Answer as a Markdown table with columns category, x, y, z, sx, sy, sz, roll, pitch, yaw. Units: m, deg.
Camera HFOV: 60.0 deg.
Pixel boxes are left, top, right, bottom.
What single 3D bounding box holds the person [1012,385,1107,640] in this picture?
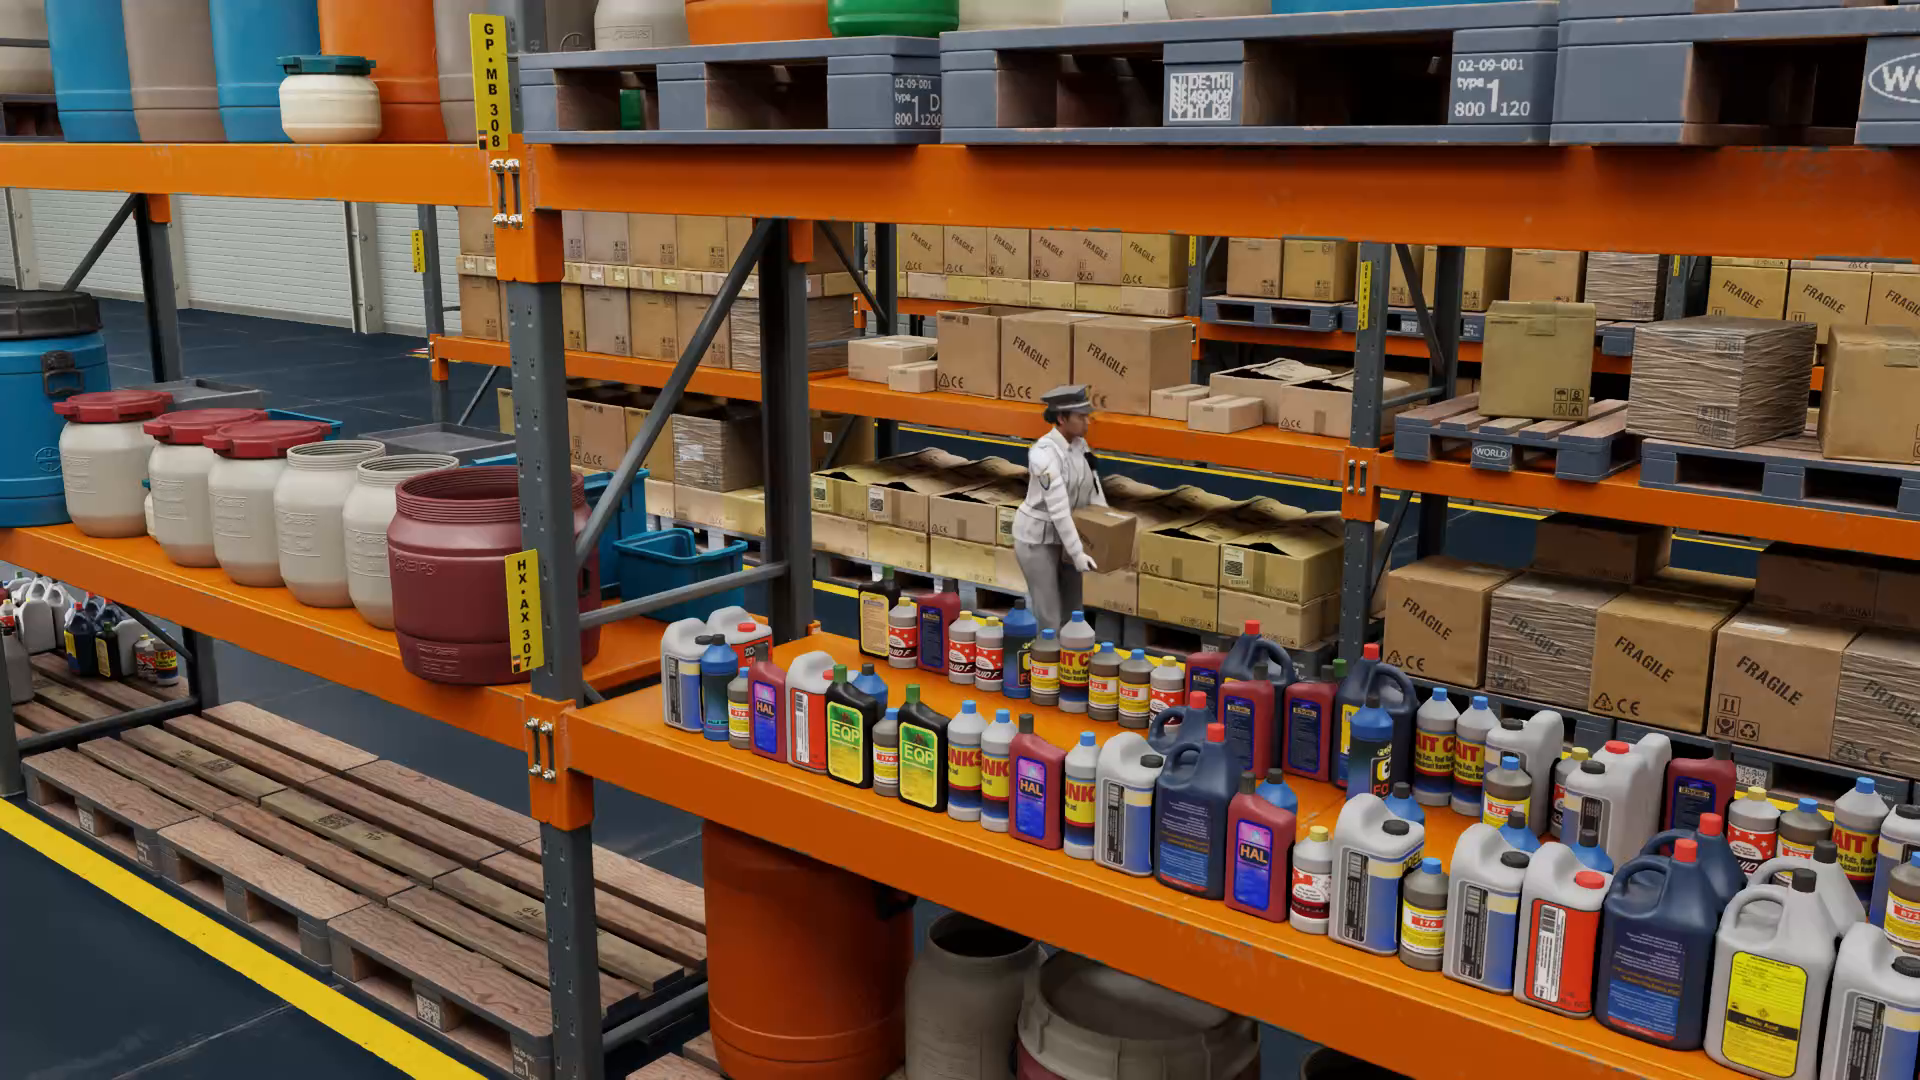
| category | x | y | z | sx | sy | sz | roll | pitch | yaw |
| --- | --- | --- | --- | --- | --- | --- | --- | --- | --- |
| person | 0.537 | 0.045 | 8.323 | 0.542 | 1.664 | 0.417 | 10 | 17 | 36 |
